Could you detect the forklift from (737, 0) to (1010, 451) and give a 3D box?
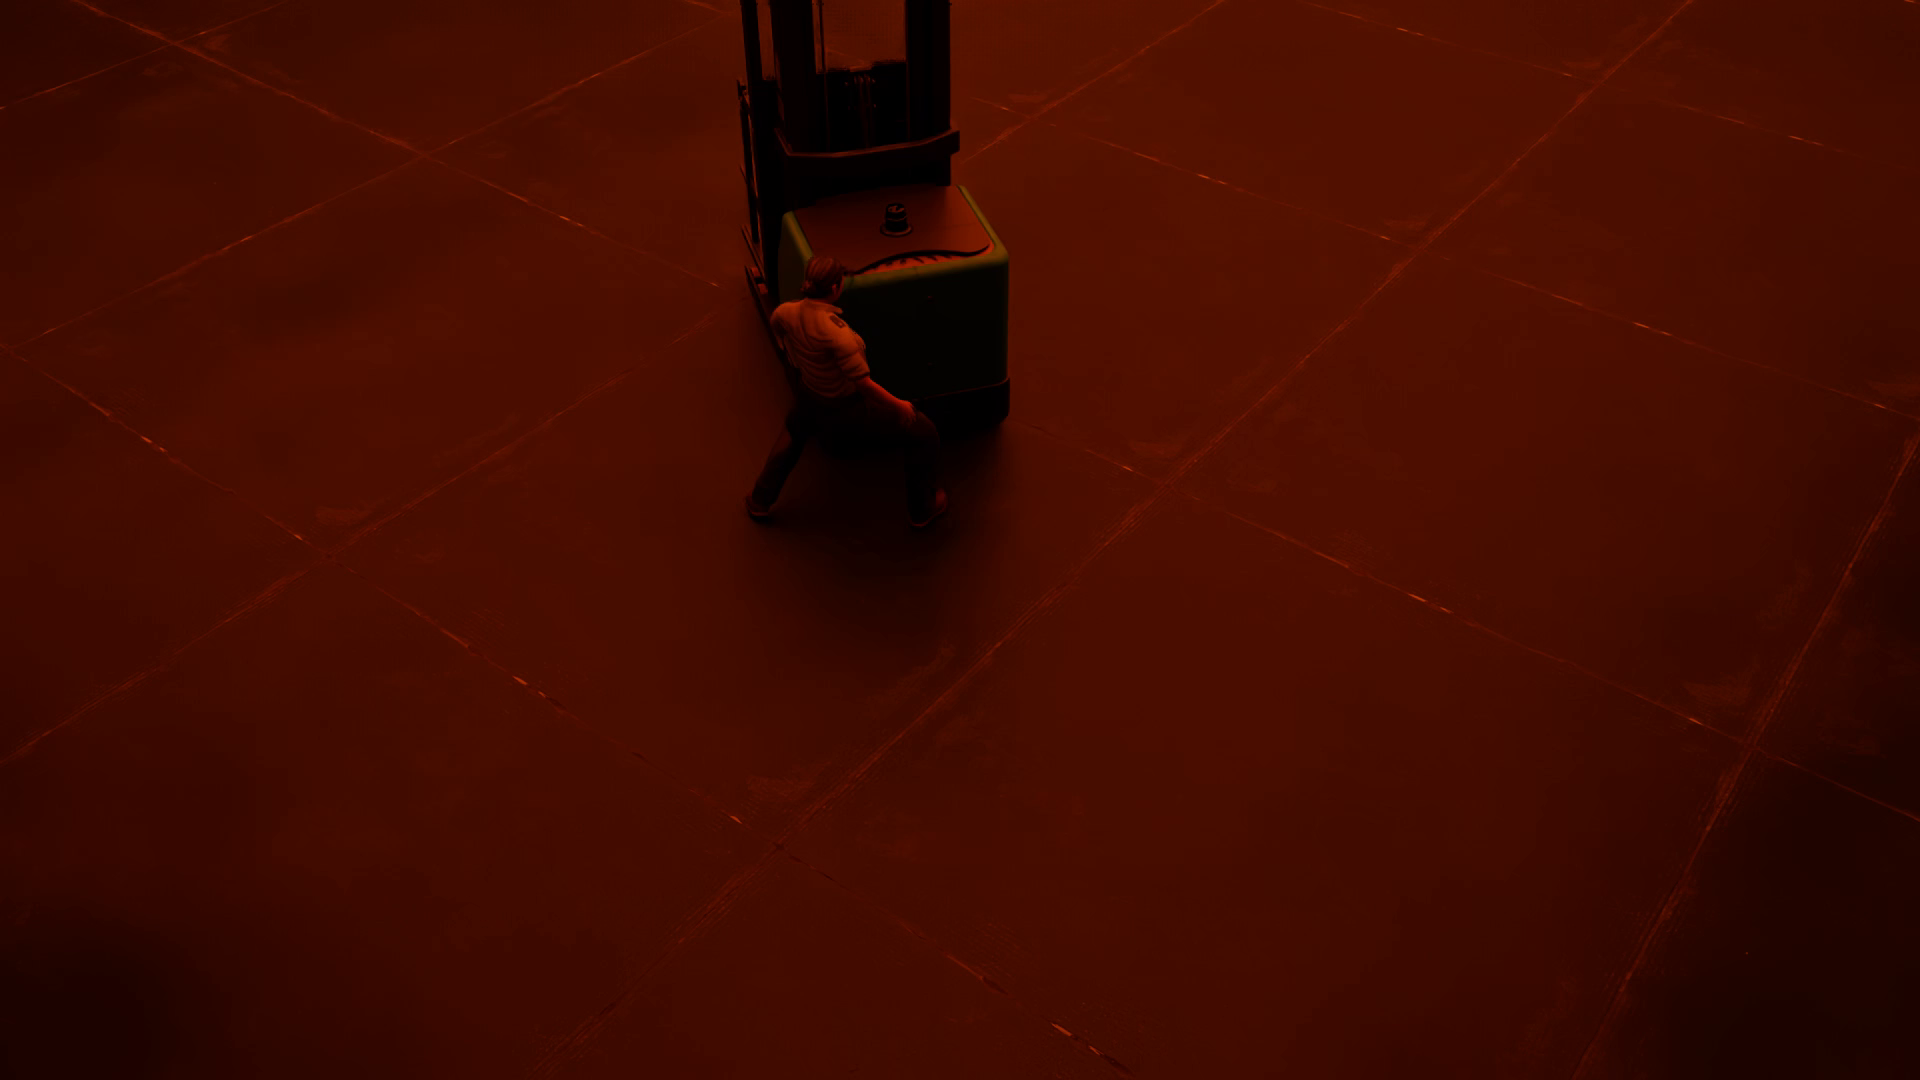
[{"bbox_3d":[-0.661,-2.553,9.069,1.130,2.935,3.031,-12,42,-13],"label":"forklift"}]

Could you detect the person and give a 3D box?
[{"bbox_3d":[-0.603,-0.722,8.062,0.928,1.526,0.779,33,50,32],"label":"person"}]
